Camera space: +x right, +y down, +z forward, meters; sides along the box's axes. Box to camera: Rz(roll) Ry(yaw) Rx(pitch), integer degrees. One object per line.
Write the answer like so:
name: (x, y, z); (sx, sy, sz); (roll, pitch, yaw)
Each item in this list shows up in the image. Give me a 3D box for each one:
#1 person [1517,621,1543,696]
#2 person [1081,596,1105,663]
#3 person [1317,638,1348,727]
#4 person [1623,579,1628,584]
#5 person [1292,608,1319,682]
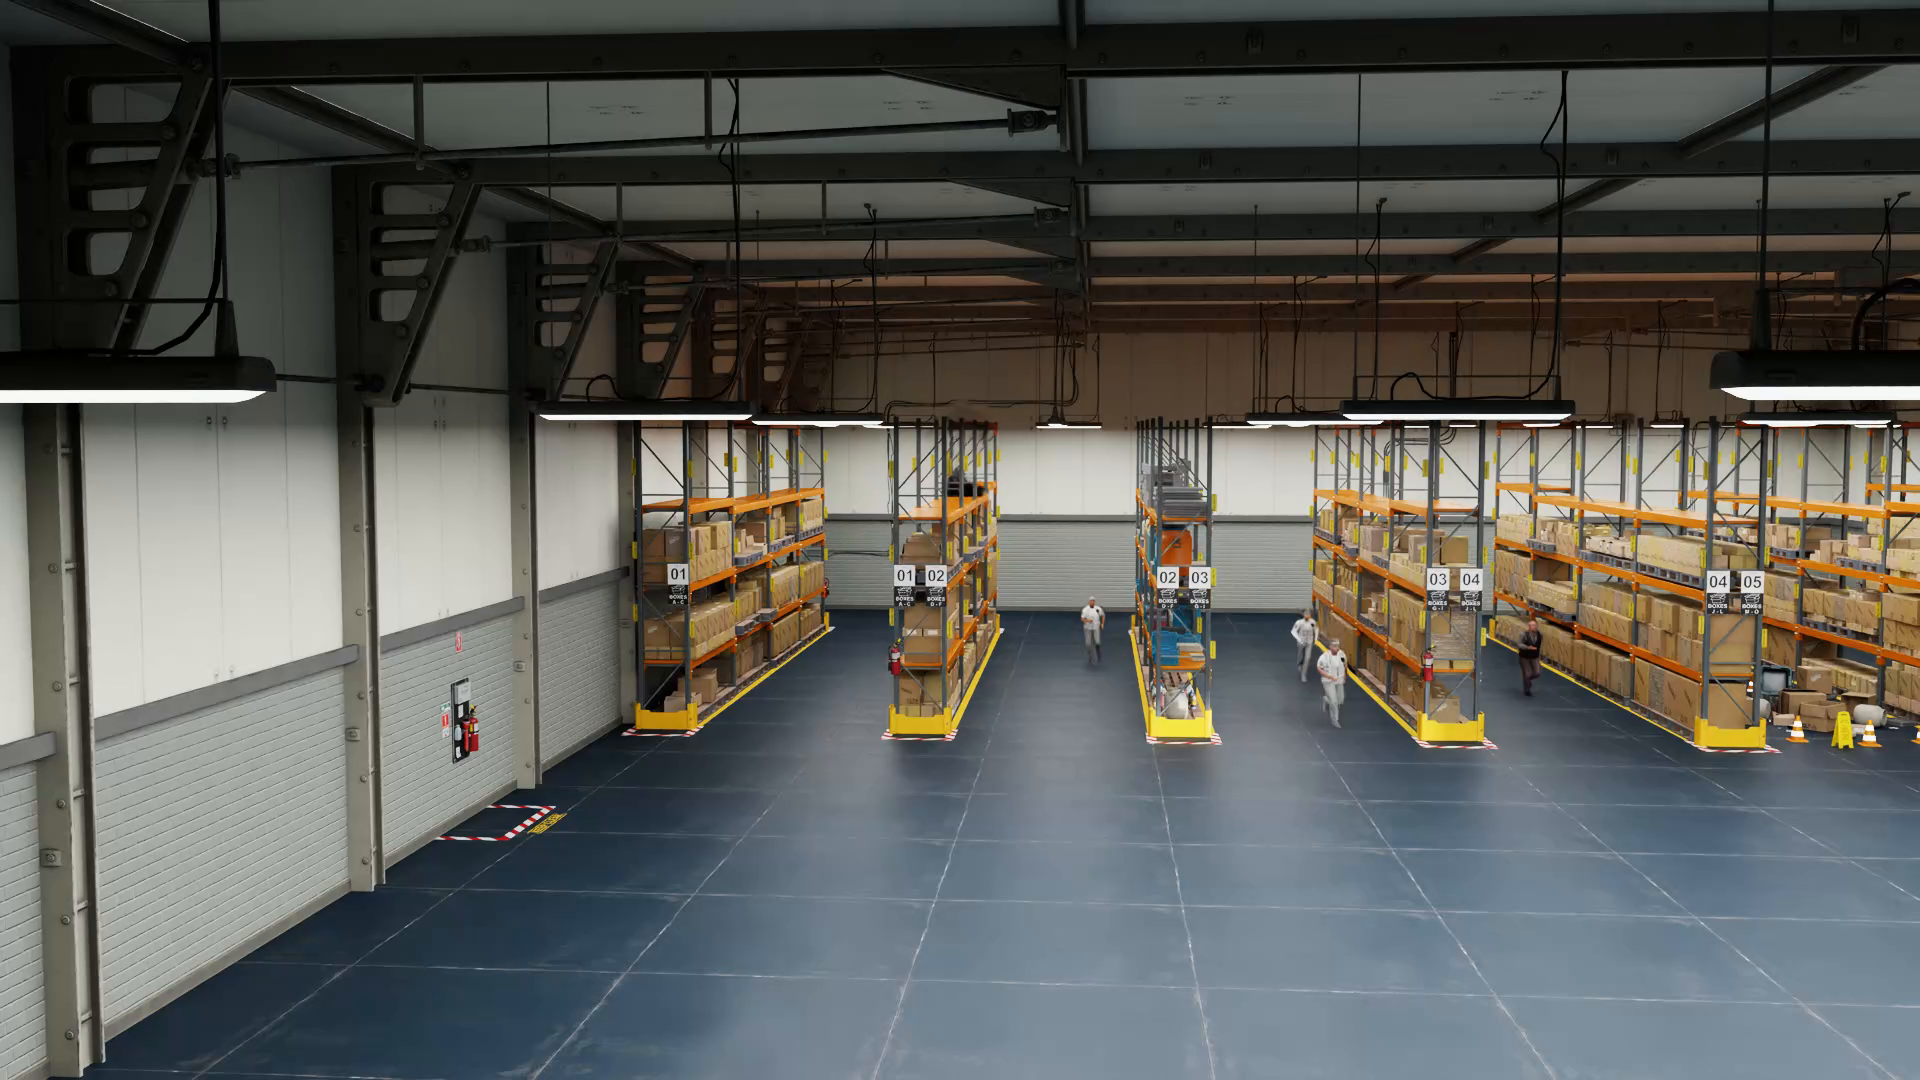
person: (12.323, 2.561, 35.855); (0.639, 1.661, 0.690); (0, 4, -1)
person: (3.283, 2.215, 41.008); (0.601, 1.644, 0.648); (0, 4, 2)
person: (7.260, 2.764, 32.467); (0.695, 1.742, 0.721); (-1, 4, -17)
person: (18.885, 1.886, 47.076); (0.598, 1.551, 0.522); (0, 4, -6)
person: (7.979, 2.392, 38.427); (0.642, 1.683, 0.845); (0, 4, 2)
